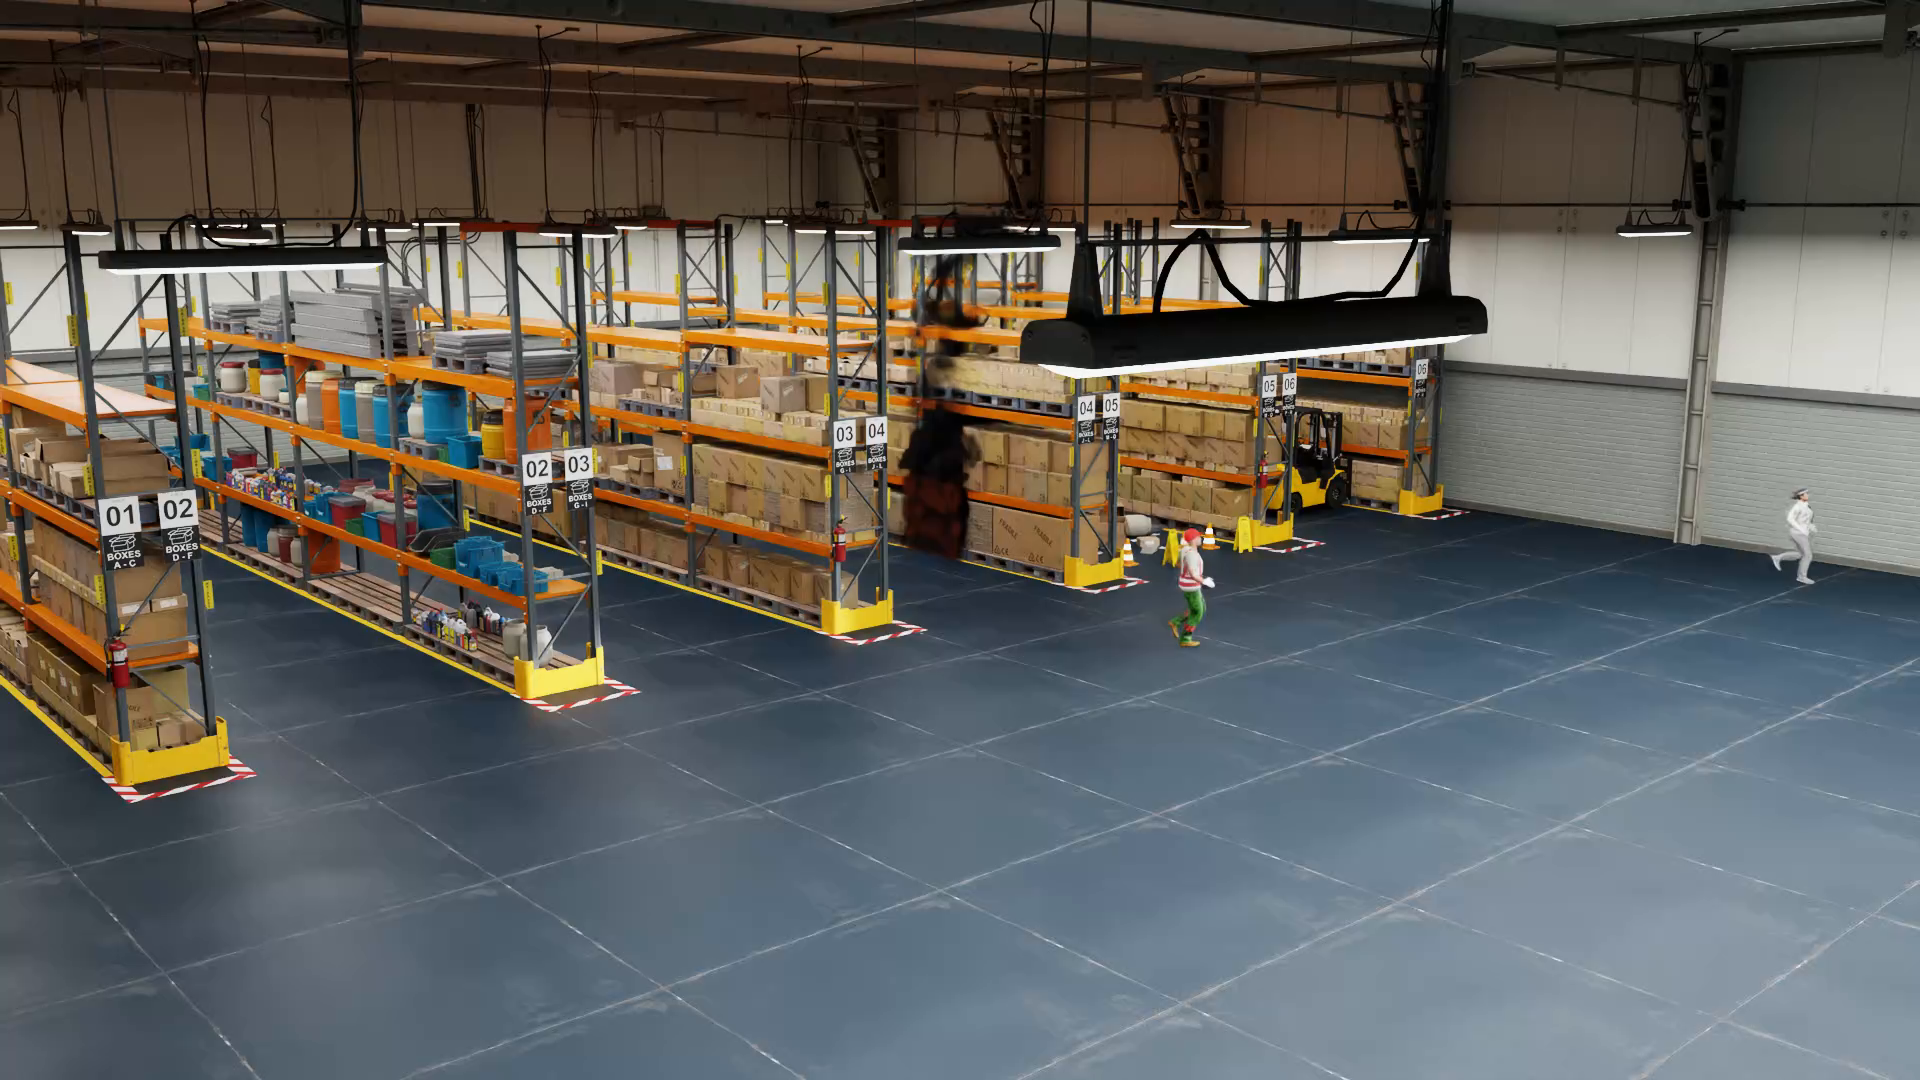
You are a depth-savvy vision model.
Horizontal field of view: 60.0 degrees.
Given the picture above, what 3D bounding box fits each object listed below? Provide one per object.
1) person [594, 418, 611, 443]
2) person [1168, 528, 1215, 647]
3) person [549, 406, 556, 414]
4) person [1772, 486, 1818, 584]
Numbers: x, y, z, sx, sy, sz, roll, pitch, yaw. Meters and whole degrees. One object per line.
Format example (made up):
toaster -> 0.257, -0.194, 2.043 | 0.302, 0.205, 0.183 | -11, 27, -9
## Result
person -> -8.756, -2.658, 41.090 | 0.537, 1.505, 0.816 | 9, 14, 37
person -> 3.368, 0.685, 24.064 | 0.577, 1.740, 0.707 | 0, 11, -1
person -> -9.567, -2.274, 38.703 | 0.733, 1.778, 0.821 | 0, 11, 1
person -> 14.207, -0.105, 28.256 | 0.709, 1.677, 0.618 | 7, 14, 33
